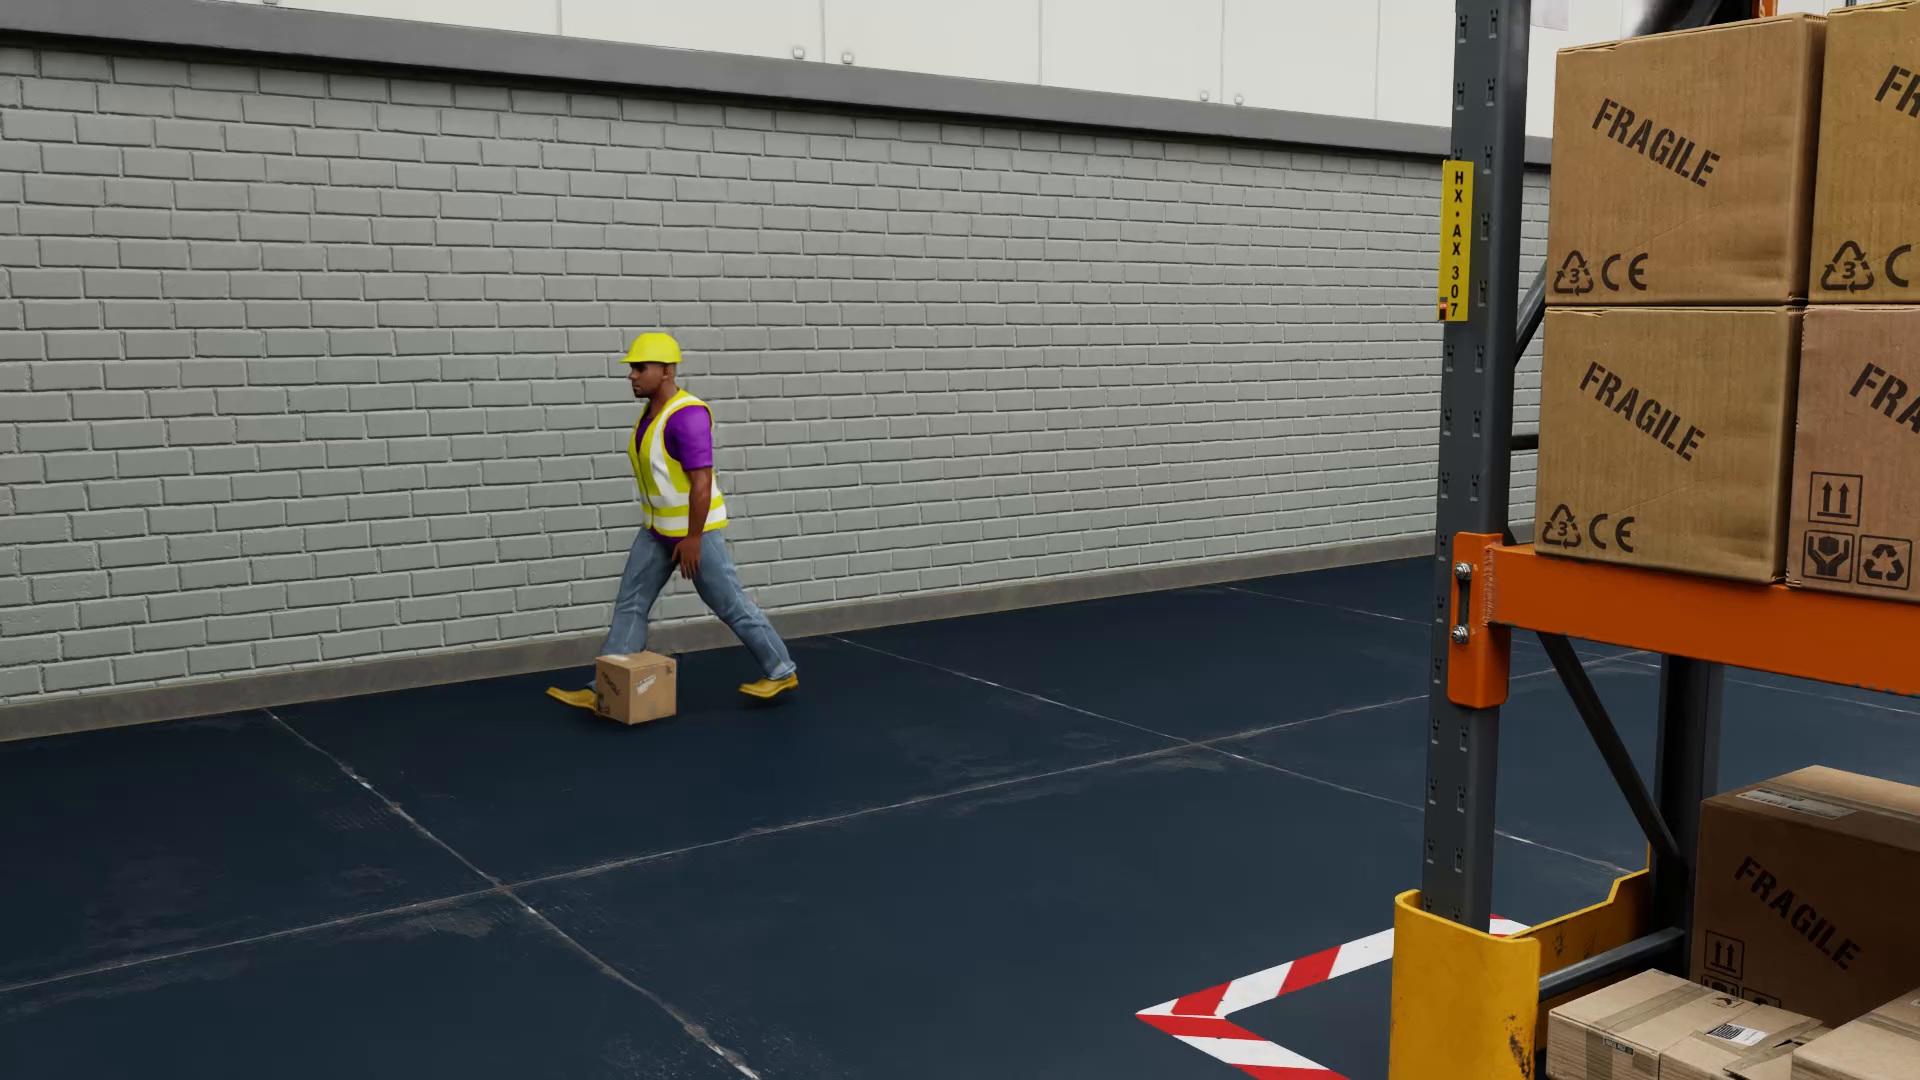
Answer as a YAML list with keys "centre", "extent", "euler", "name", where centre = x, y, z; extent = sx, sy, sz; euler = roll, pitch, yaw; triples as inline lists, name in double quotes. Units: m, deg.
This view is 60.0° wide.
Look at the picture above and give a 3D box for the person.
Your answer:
- centre: [-1.246, -0.059, 7.329]
  extent: [1.134, 1.697, 0.570]
  euler: [-6, 10, -37]
  name: "person"
